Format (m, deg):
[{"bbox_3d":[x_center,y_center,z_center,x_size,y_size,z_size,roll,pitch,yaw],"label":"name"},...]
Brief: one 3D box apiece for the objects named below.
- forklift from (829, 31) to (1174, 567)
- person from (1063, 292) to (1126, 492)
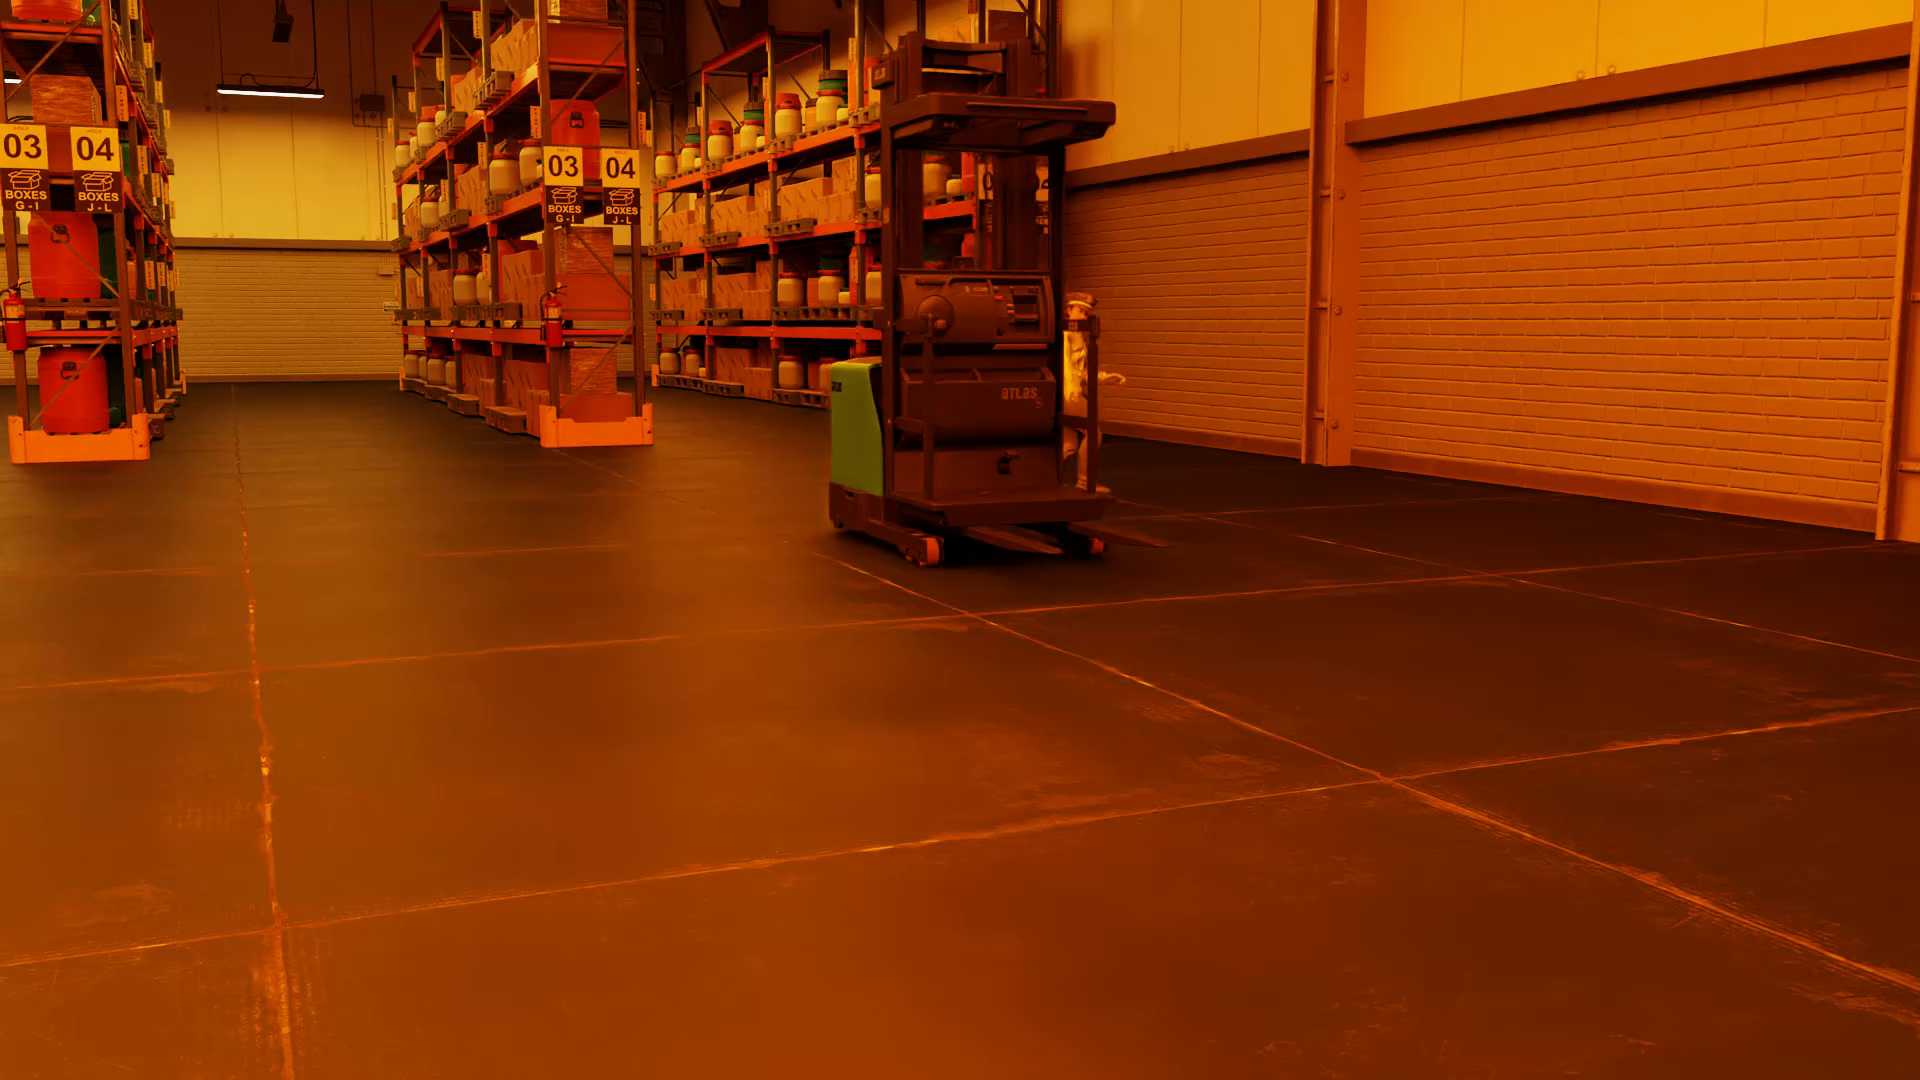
[{"bbox_3d":[0.186,-1.369,9.320,1.130,2.935,3.031,-3,8,-22],"label":"forklift"},{"bbox_3d":[0.943,-1.098,12.679,0.777,1.563,0.742,-3,8,-21],"label":"person"}]
